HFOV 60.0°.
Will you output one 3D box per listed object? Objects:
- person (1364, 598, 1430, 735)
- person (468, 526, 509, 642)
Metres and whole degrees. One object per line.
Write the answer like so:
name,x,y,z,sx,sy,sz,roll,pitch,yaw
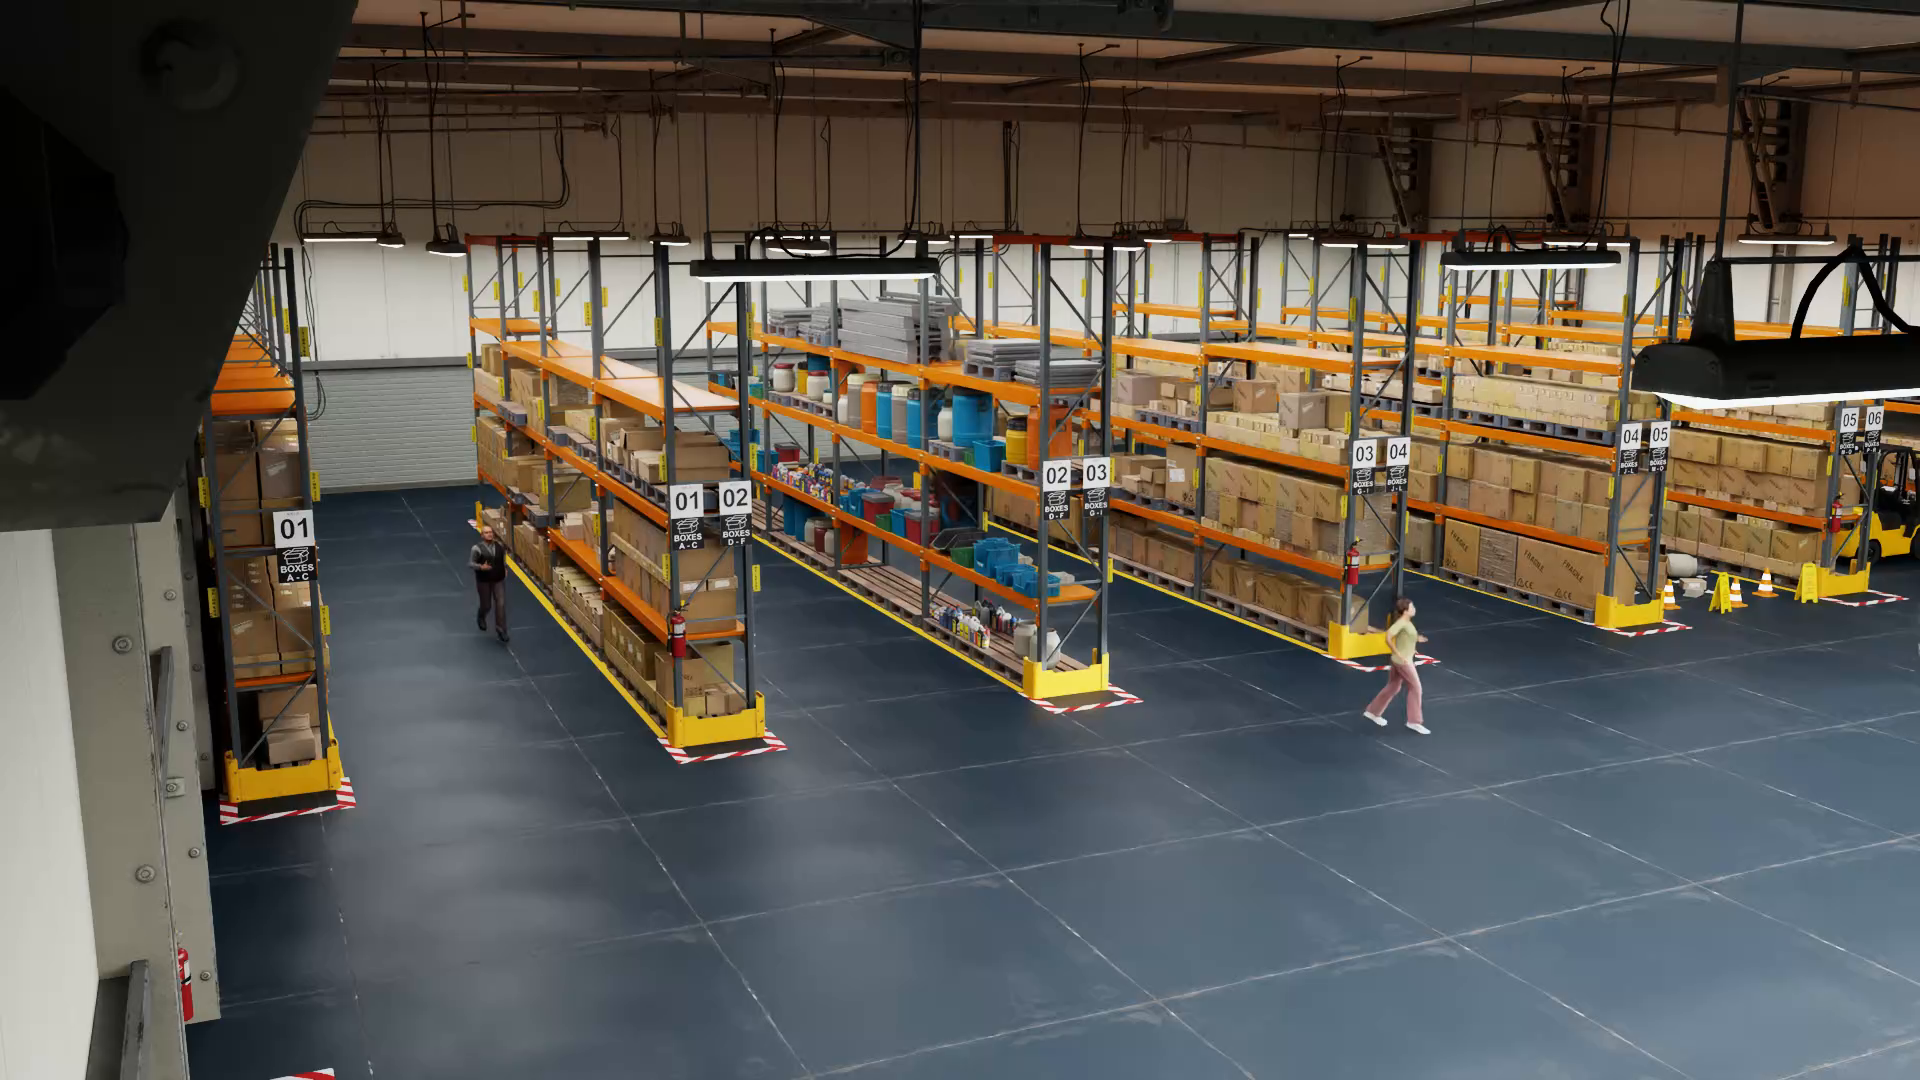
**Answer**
person,5.495,1.548,20.667,0.743,1.705,0.562,2,11,9
person,-7.113,0.636,25.211,0.660,1.713,0.955,-8,13,-34
